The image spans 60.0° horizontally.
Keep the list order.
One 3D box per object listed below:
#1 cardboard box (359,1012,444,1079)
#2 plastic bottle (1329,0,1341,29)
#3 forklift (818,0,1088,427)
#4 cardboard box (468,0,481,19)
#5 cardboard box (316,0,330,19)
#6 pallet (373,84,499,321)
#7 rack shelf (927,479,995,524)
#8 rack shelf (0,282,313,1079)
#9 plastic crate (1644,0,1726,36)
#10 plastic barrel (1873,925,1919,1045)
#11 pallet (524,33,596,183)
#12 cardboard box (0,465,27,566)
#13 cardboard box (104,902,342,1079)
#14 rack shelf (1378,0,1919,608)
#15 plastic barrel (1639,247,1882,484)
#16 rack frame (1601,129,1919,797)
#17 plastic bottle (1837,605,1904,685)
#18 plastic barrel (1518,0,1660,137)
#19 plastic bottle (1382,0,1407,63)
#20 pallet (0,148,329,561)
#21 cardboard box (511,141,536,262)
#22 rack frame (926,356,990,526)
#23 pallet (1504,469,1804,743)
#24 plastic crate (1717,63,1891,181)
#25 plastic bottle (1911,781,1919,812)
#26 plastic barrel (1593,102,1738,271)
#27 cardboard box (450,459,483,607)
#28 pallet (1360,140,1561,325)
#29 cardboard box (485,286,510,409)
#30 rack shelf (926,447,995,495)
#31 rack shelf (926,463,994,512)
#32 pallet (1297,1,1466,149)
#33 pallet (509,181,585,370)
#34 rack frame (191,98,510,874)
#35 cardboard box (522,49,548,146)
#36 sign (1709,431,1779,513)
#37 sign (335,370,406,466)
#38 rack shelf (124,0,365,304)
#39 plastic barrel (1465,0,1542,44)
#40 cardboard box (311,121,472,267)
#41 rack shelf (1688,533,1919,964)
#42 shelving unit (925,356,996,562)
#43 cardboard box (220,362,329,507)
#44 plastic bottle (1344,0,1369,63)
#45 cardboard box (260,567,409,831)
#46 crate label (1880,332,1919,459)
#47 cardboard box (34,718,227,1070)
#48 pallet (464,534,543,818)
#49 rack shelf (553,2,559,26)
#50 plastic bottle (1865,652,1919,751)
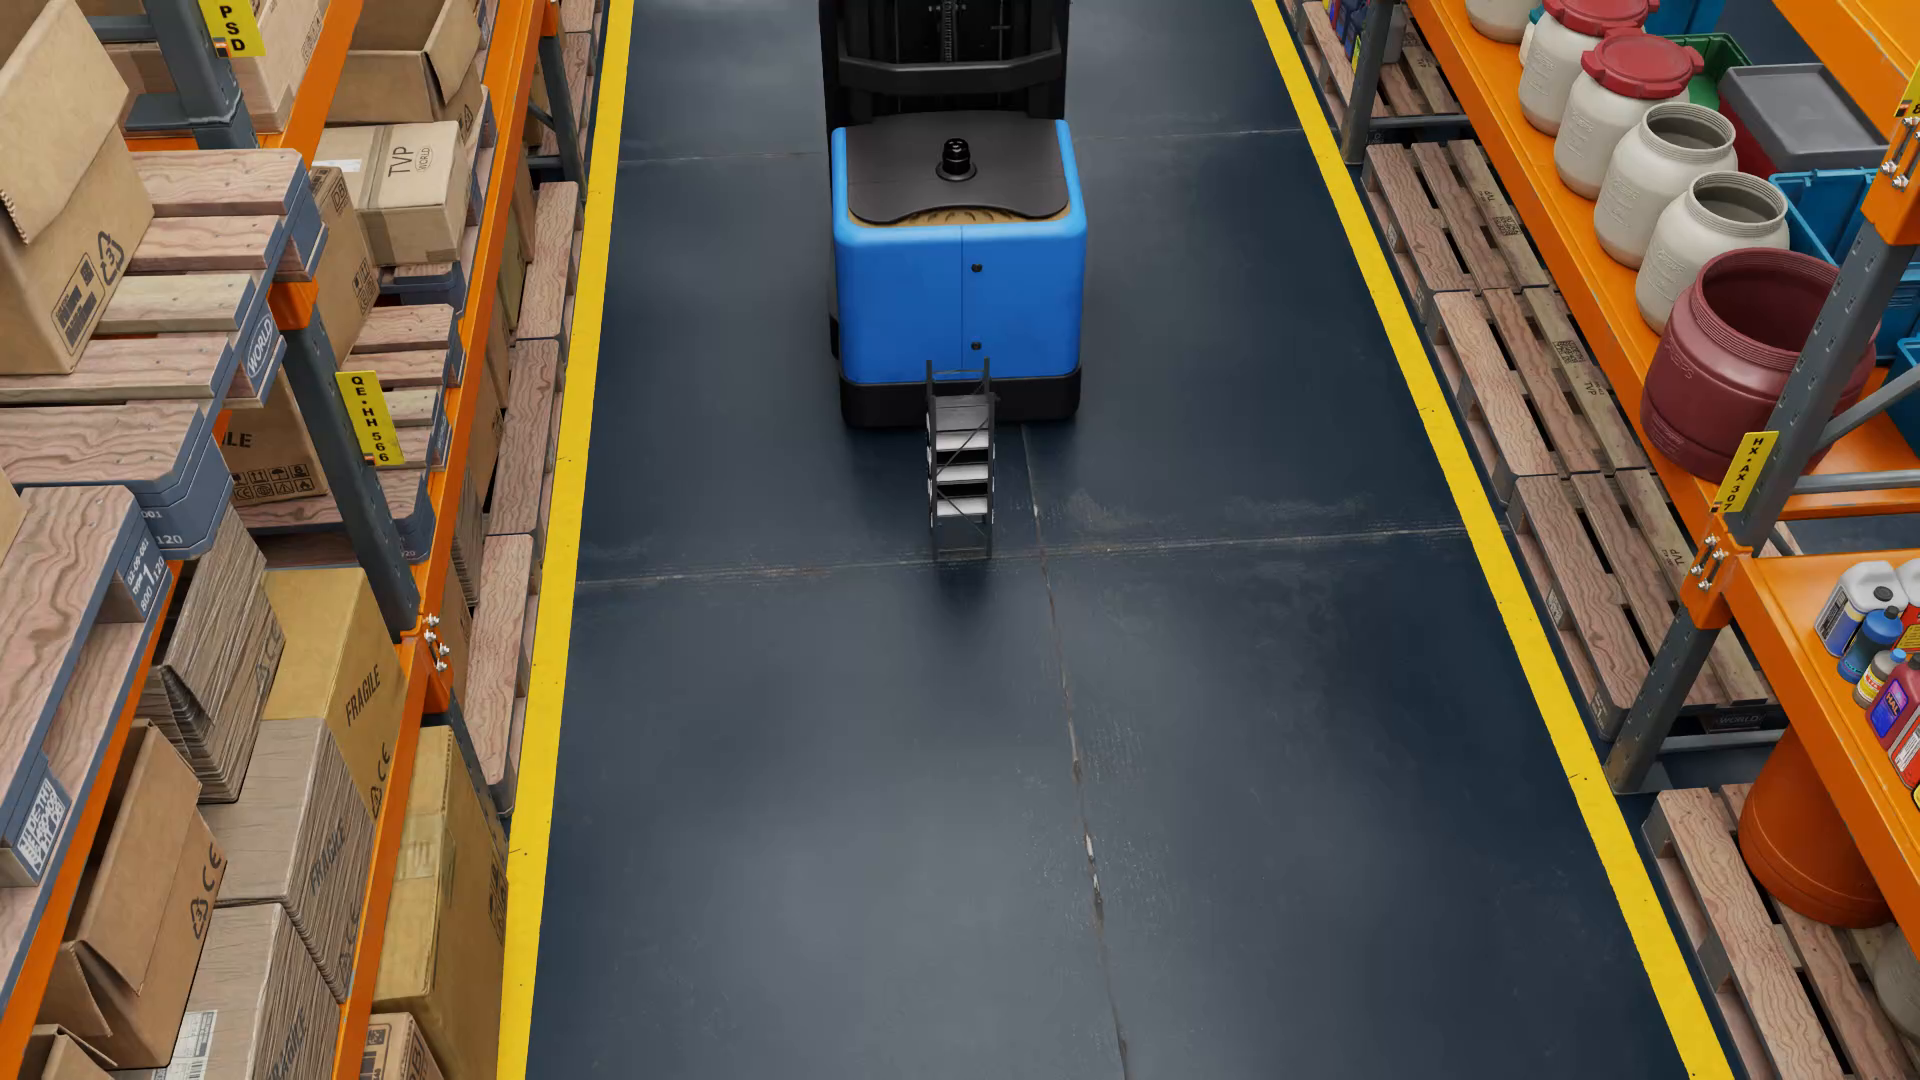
[{"bbox_3d":[-1.978,1.854,4.239,1.225,0.875,0.875,-3,47,-3],"label":"cardboard box"},{"bbox_3d":[2.106,-2.993,9.223,0.061,0.283,0.133,-1,47,-1],"label":"plastic bottle"},{"bbox_3d":[-0.085,-2.567,7.299,1.130,2.935,3.031,-3,47,-2],"label":"forklift"},{"bbox_3d":[-2.490,-2.540,6.523,1.000,1.000,1.000,-3,47,-3],"label":"cardboard box"},{"bbox_3d":[-1.910,-1.585,4.359,0.500,0.250,0.500,-2,47,-2],"label":"cardboard box"},{"bbox_3d":[-2.288,-1.242,6.129,1.003,0.211,1.213,-3,47,-3],"label":"pallet"},{"bbox_3d":[0.001,-0.157,6.709,0.258,0.077,0.200,-3,47,-3],"label":"rack shelf"},{"bbox_3d":[-1.915,0.785,2.507,1.077,0.370,4.000,-3,47,-3],"label":"rack shelf"},{"bbox_3d":[2.921,-2.289,6.999,0.392,0.384,0.575,-3,47,-3],"label":"plastic crate"},{"bbox_3d":[3.048,1.288,5.025,0.421,0.512,0.421,0,47,0],"label":"plastic barrel"},{"bbox_3d":[-2.508,-2.297,8.917,1.003,0.211,1.213,-3,47,-3],"label":"pallet"},{"bbox_3d":[-1.799,-0.032,2.427,0.500,0.500,0.500,-1,47,-1],"label":"cardboard box"},{"bbox_3d":[-1.711,1.166,3.648,0.500,0.500,0.500,-5,47,-5],"label":"cardboard box"},{"bbox_3d":[2.686,-1.379,6.622,1.077,0.370,4.000,-3,47,-3],"label":"rack shelf"},{"bbox_3d":[2.513,-0.543,5.242,0.600,0.536,0.708,-3,47,-3],"label":"plastic barrel"},{"bbox_3d":[2.854,-0.179,4.990,1.000,3.000,0.127,-3,47,-3],"label":"rack frame"},{"bbox_3d":[2.550,0.283,4.641,0.097,0.271,0.097,0,47,0],"label":"plastic bottle"},{"bbox_3d":[2.442,-1.884,6.511,0.433,0.535,0.433,0,47,0],"label":"plastic barrel"},{"bbox_3d":[2.321,-2.771,8.966,0.144,0.351,0.185,-3,47,-3],"label":"plastic bottle"},{"bbox_3d":[-1.975,-0.382,3.247,1.213,0.211,1.003,-2,47,-1],"label":"pallet"},{"bbox_3d":[-2.387,-1.619,7.772,0.700,0.500,0.500,-7,47,-6],"label":"cardboard box"},{"bbox_3d":[-0.008,-0.377,6.624,0.240,0.900,0.006,-3,47,-3],"label":"rack frame"},{"bbox_3d":[2.827,0.217,6.536,1.003,0.211,1.213,-3,47,-3],"label":"pallet"},{"bbox_3d":[3.023,-1.389,6.092,0.402,0.464,0.583,-3,47,-3],"label":"plastic crate"},{"bbox_3d":[2.572,0.628,4.306,0.061,0.283,0.133,-3,47,-3],"label":"plastic bottle"},{"bbox_3d":[2.519,-1.254,5.931,0.421,0.512,0.421,0,47,0],"label":"plastic barrel"},{"bbox_3d":[-2.217,-0.054,6.290,0.700,0.500,0.500,-7,47,-7],"label":"cardboard box"},{"bbox_3d":[2.623,-1.549,8.208,1.003,0.211,1.213,-3,47,-3],"label":"pallet"},{"bbox_3d":[-2.318,-0.868,7.061,0.700,0.500,0.500,-7,47,-7],"label":"cardboard box"},{"bbox_3d":[0.001,-0.281,6.578,0.258,0.077,0.200,-3,47,-3],"label":"rack shelf"},{"bbox_3d":[0.001,-0.219,6.644,0.258,0.077,0.200,-3,47,-3],"label":"rack shelf"},{"bbox_3d":[2.504,-2.603,9.206,1.003,0.211,1.213,-3,47,-3],"label":"pallet"},{"bbox_3d":[-2.350,-1.250,7.925,1.003,0.211,1.213,-3,47,-3],"label":"pallet"},{"bbox_3d":[-2.082,0.122,4.705,1.000,3.000,0.127,-3,47,-3],"label":"rack frame"},{"bbox_3d":[-2.410,-2.349,8.478,0.500,0.500,0.500,-5,47,-5],"label":"cardboard box"},{"bbox_3d":[2.306,-0.197,4.895,0.100,0.325,0.005,-3,47,-3],"label":"sign"},{"bbox_3d":[-1.529,-0.313,4.319,0.100,0.325,0.005,-3,47,-3],"label":"sign"},{"bbox_3d":[-2.249,-2.109,5.248,1.077,0.370,4.000,-3,47,-3],"label":"rack shelf"},{"bbox_3d":[2.380,-2.415,7.014,0.433,0.535,0.433,0,47,0],"label":"plastic barrel"},{"bbox_3d":[-1.993,-1.198,5.769,0.500,0.250,0.500,-5,47,-4],"label":"cardboard box"},{"bbox_3d":[3.021,1.515,3.881,1.077,0.370,4.000,-3,47,-3],"label":"rack shelf"},{"bbox_3d":[0.001,-0.304,6.554,0.258,0.900,0.210,-3,47,-3],"label":"shelving unit"},{"bbox_3d":[-2.167,-0.445,4.884,0.500,0.500,0.500,-9,47,-8],"label":"cardboard box"},{"bbox_3d":[2.178,-2.762,8.958,0.144,0.351,0.185,-5,47,-4],"label":"plastic bottle"},{"bbox_3d":[-1.794,0.429,4.345,0.500,0.500,0.500,-2,47,-2],"label":"cardboard box"},{"bbox_3d":[3.192,-0.449,5.361,0.303,0.233,0.416,-3,47,-3],"label":"crate label"},{"bbox_3d":[-1.985,0.744,3.356,0.797,0.503,0.637,-3,47,-2],"label":"cardboard box"},{"bbox_3d":[-2.146,0.515,6.253,1.003,0.211,1.213,-3,47,-3],"label":"pallet"},{"bbox_3d":[-2.584,-3.972,9.078,1.077,0.370,4.000,-3,47,-3],"label":"rack shelf"},{"bbox_3d":[2.550,0.434,4.490,0.061,0.283,0.133,-3,47,-3],"label":"plastic bottle"}]
